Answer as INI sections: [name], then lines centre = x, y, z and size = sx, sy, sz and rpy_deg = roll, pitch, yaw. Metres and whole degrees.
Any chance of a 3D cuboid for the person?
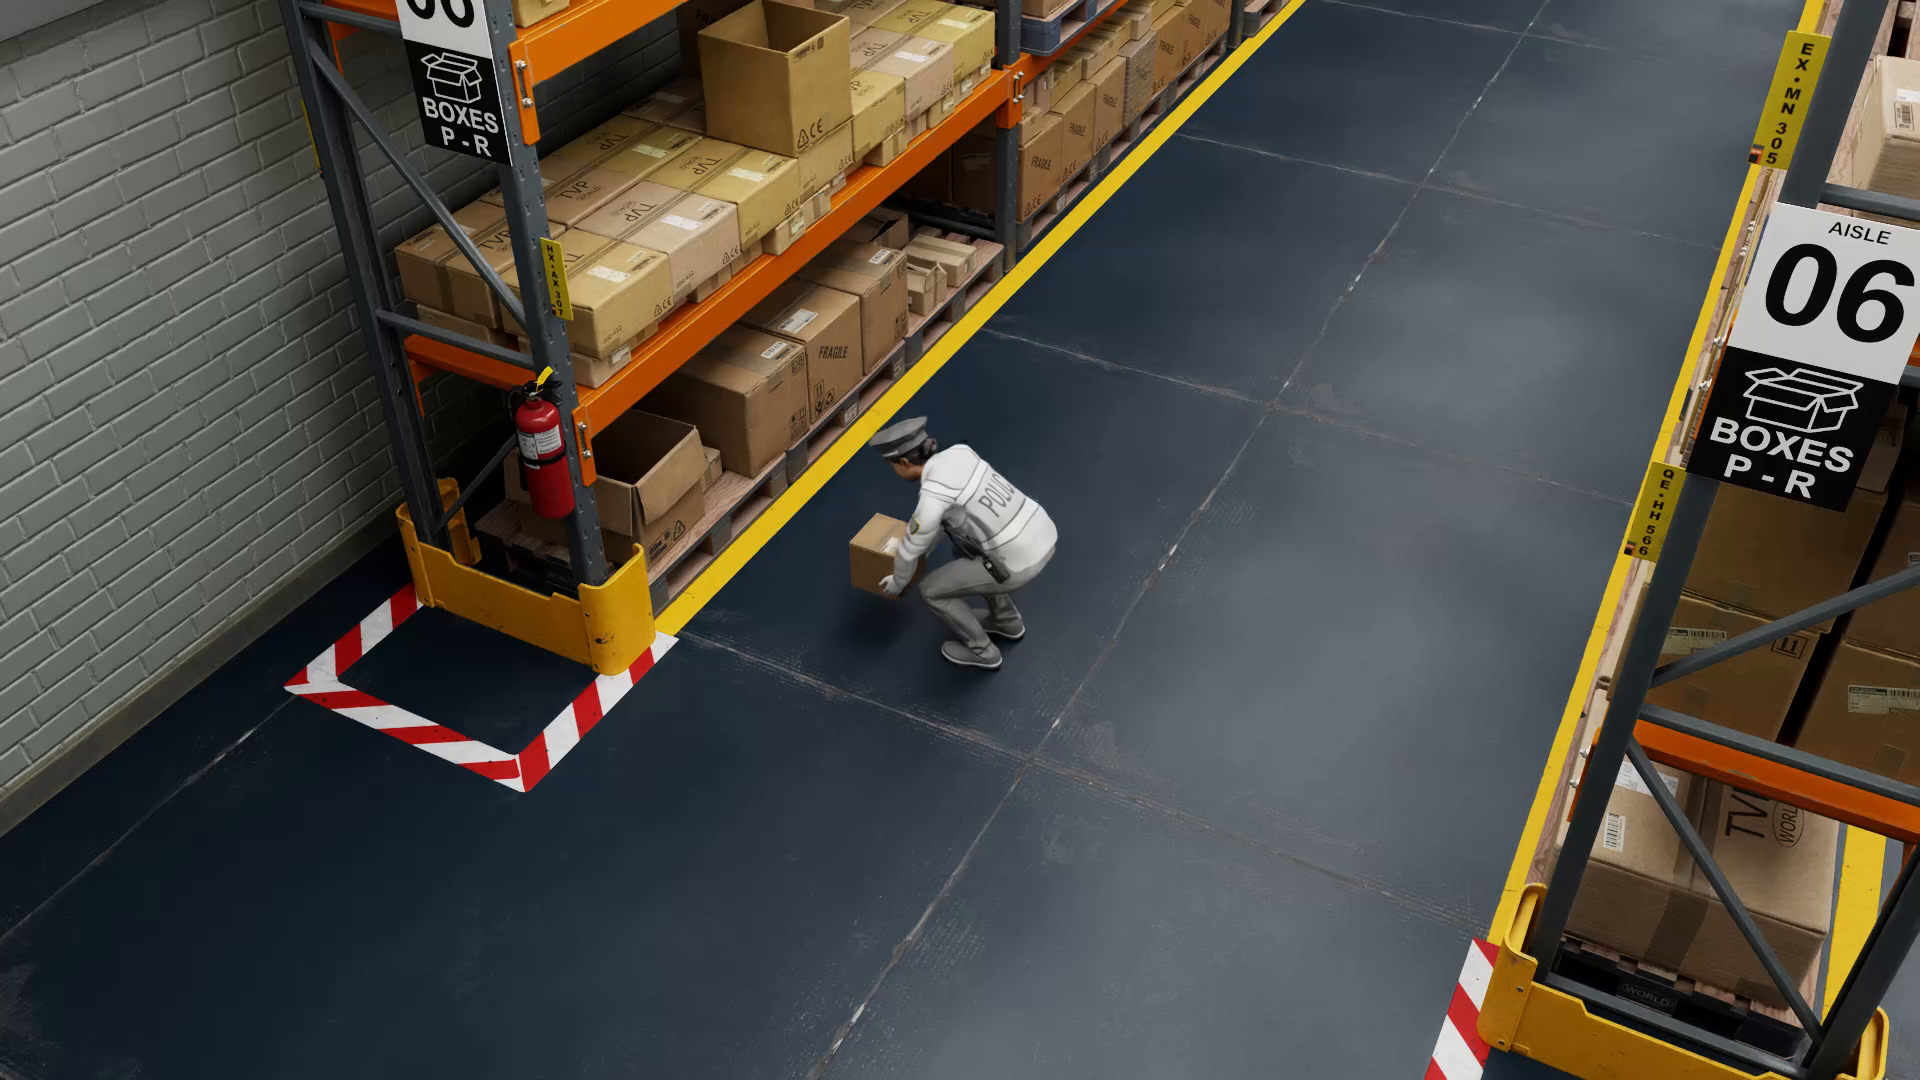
[person]
centre = 0.002, 0.017, 7.155
size = 0.802, 1.139, 0.516
rpy_deg = 18, 42, 21
